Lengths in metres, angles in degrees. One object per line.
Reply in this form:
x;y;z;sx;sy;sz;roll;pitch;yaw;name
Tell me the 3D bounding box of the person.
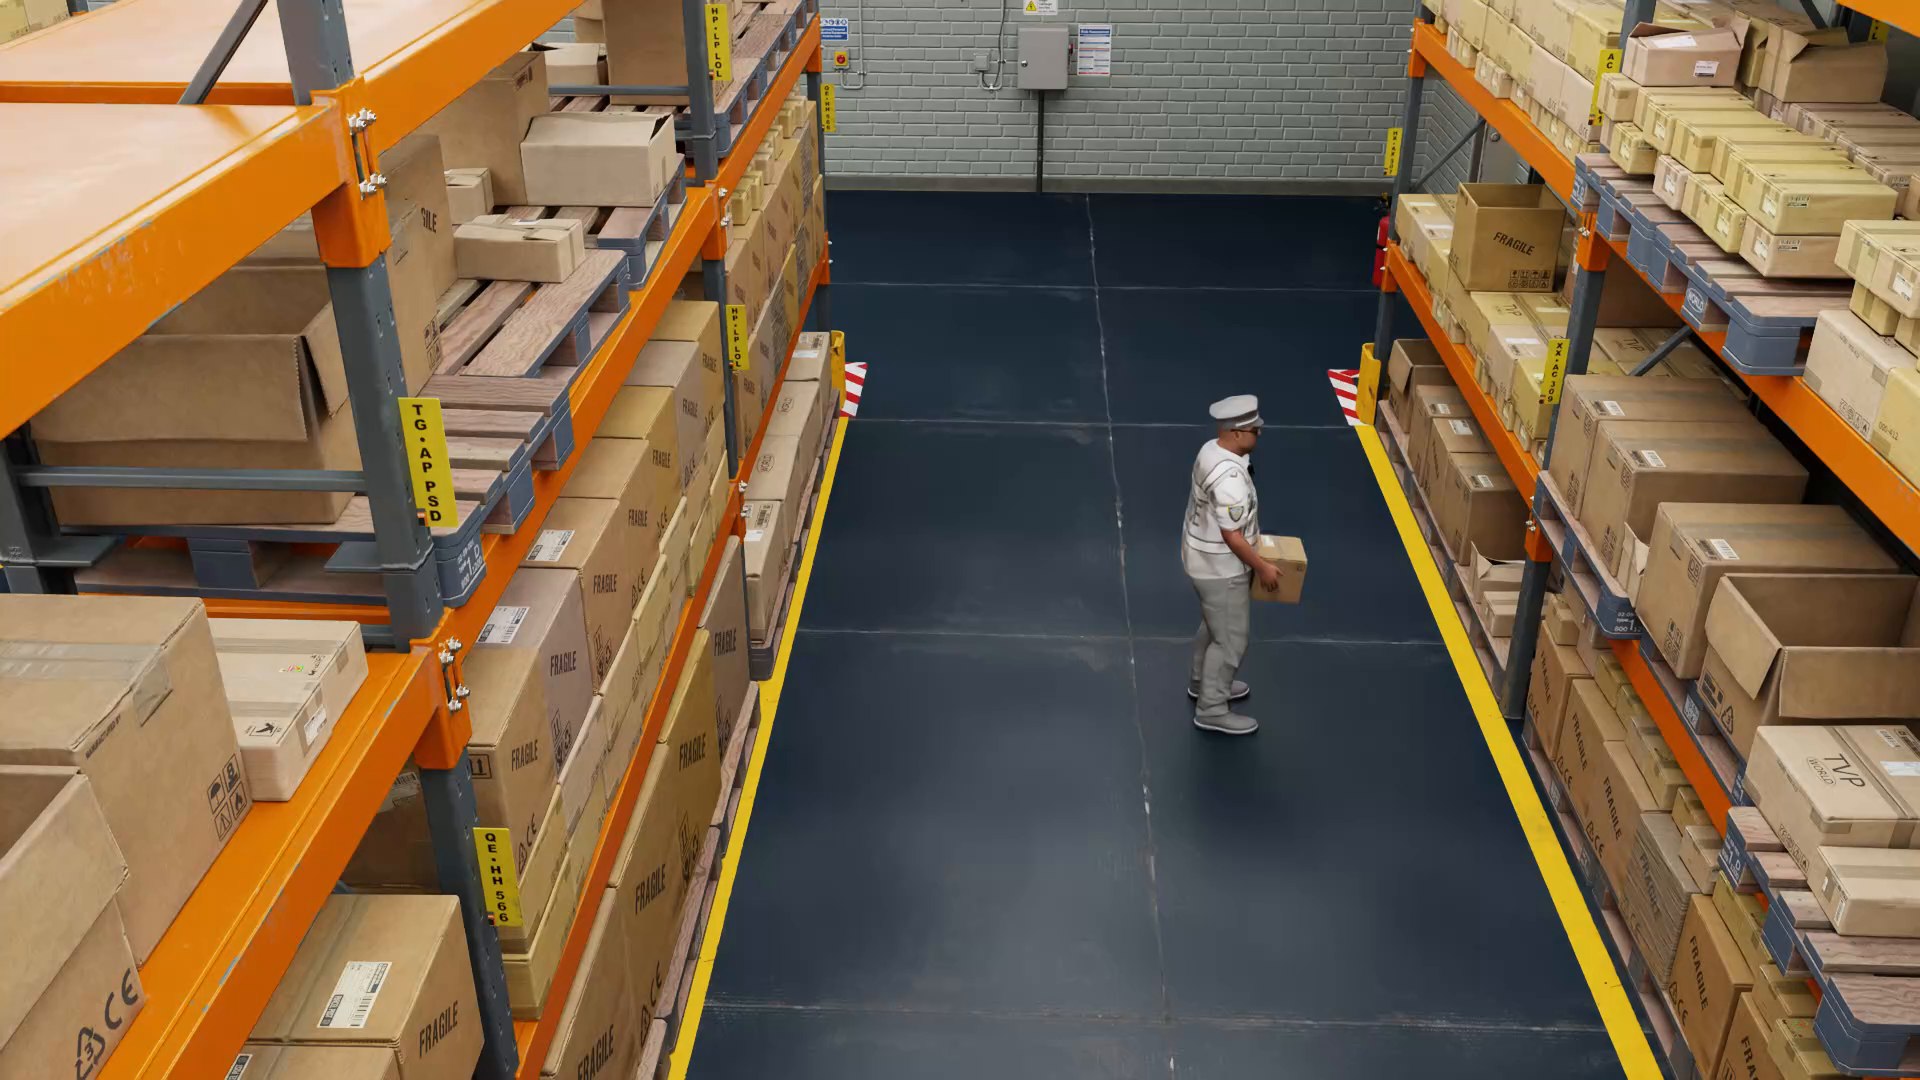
1.368;0.105;8.390;0.491;1.770;0.533;1;28;1;person
